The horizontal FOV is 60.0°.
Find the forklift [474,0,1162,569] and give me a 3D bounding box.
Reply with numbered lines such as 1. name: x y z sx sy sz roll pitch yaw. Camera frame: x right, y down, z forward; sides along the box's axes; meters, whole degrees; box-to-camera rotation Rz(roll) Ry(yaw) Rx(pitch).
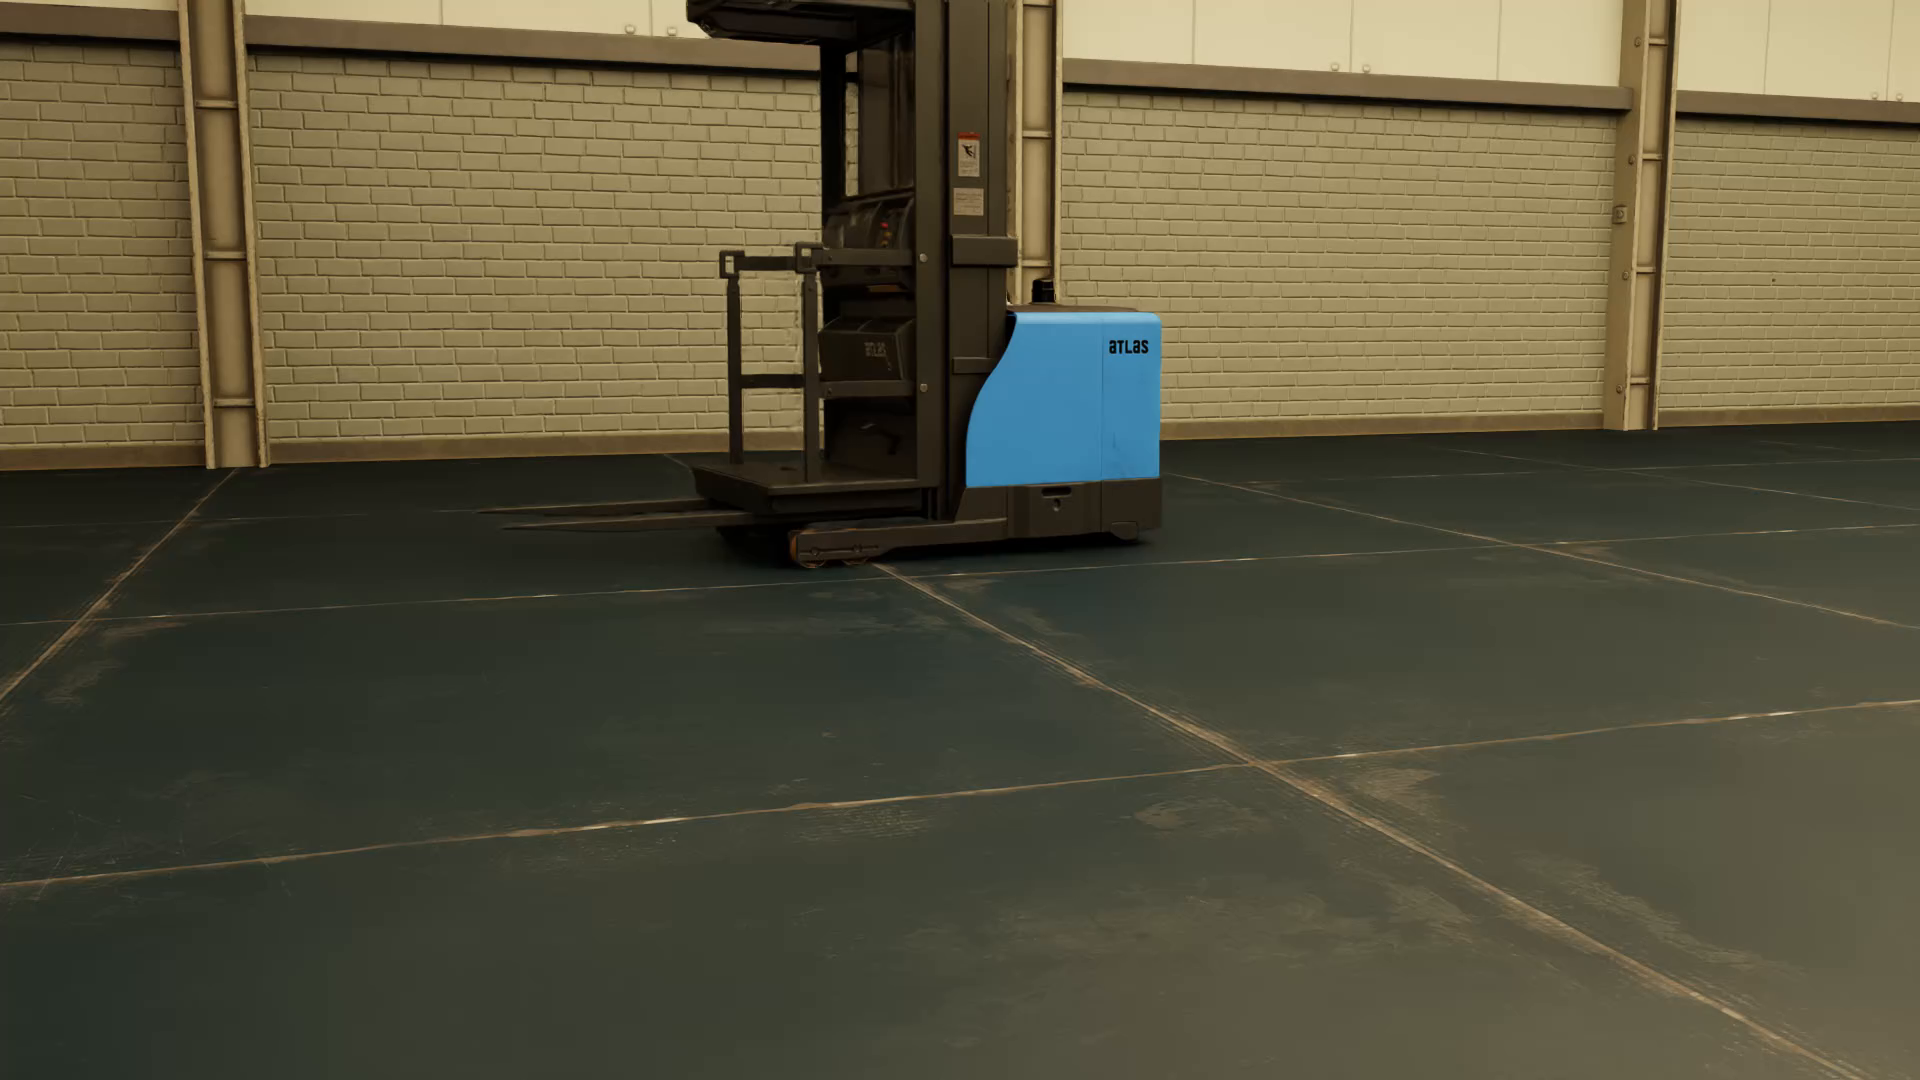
1. forklift: -0.605 -1.410 7.415 3.031 2.935 1.130 -4 9 -26

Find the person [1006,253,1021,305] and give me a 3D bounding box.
1. person: 0.174 -0.986 9.493 0.590 1.568 0.865 1 8 7
